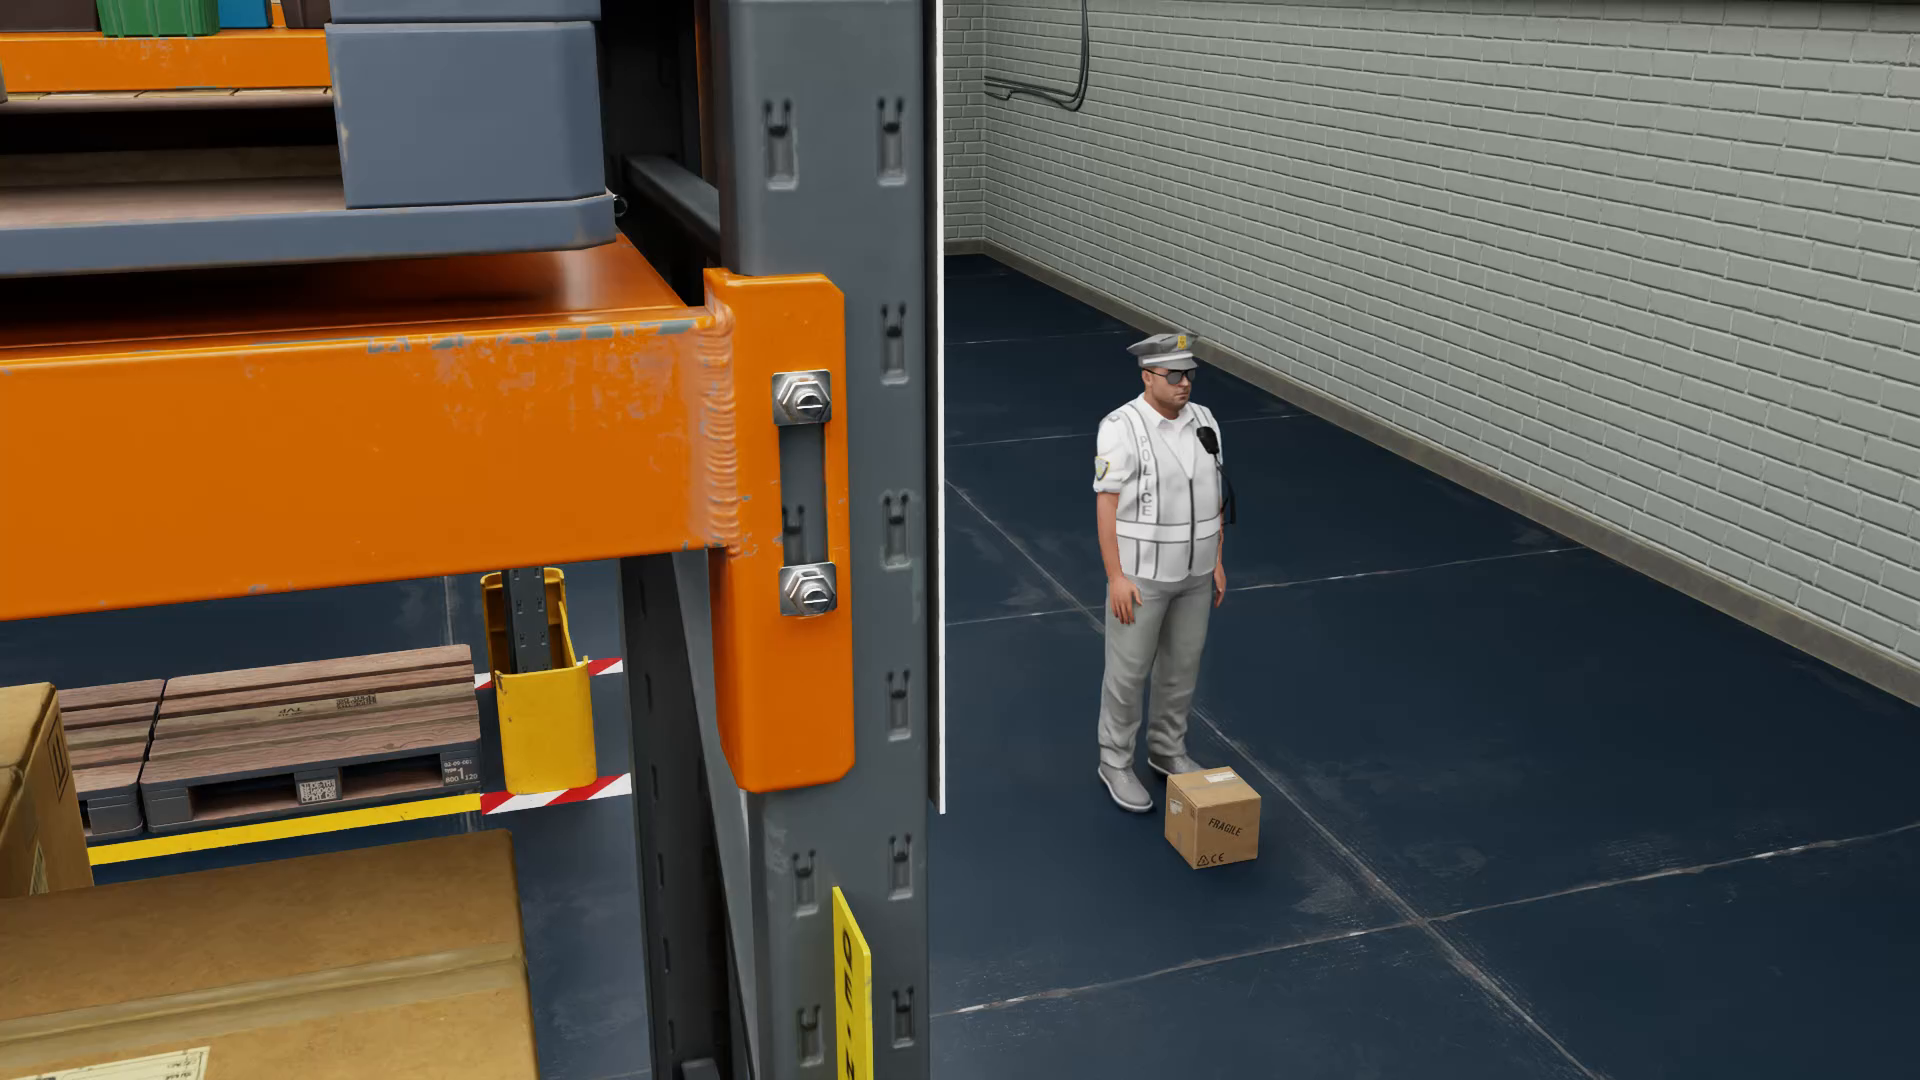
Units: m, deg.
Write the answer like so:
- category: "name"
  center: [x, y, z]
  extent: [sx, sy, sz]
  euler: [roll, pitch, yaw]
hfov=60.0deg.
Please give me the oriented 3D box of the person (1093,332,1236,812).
- category: "person"
  center: [0.763, 0.103, 6.176]
  extent: [0.549, 1.783, 0.401]
  euler: [-10, 22, -27]
